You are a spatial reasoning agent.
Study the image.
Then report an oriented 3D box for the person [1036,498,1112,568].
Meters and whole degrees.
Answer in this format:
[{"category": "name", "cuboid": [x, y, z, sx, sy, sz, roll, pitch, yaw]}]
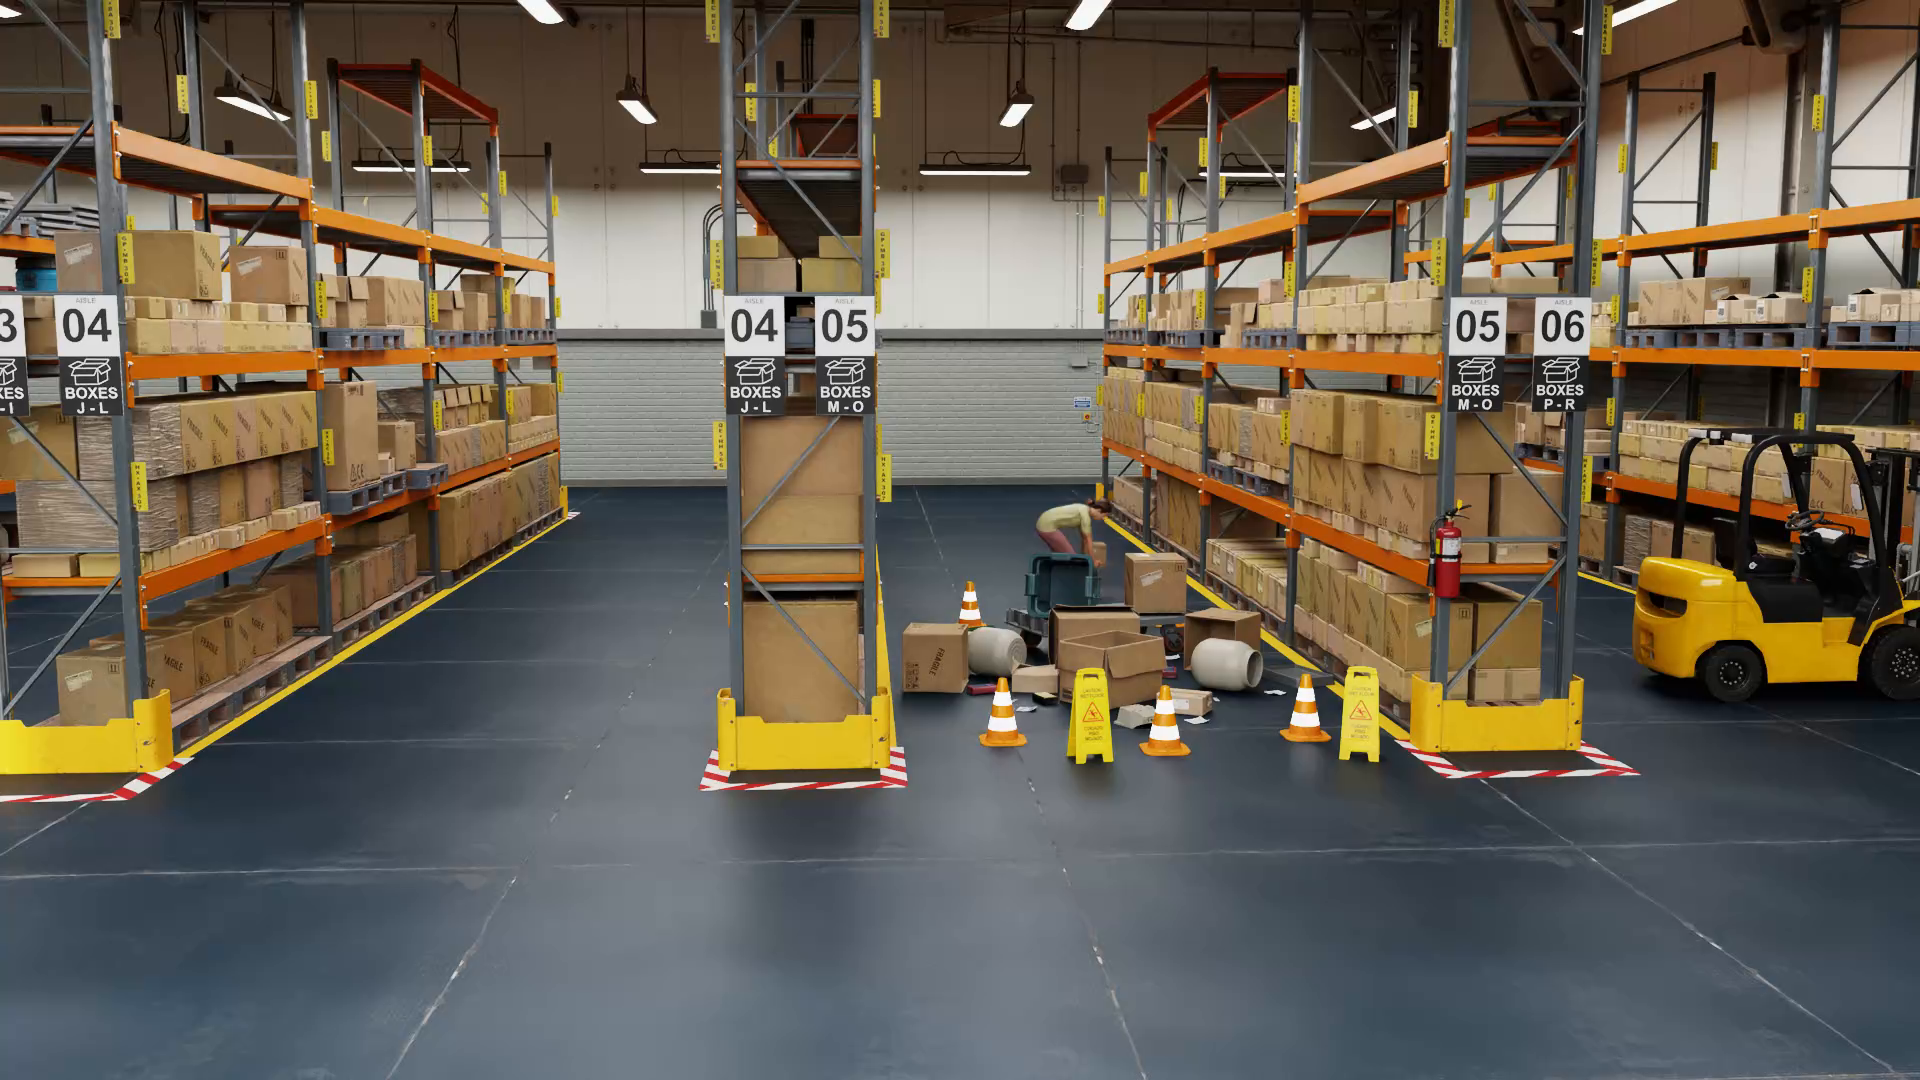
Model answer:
[{"category": "person", "cuboid": [1.280, 0.093, 18.696, 0.853, 1.143, 0.440, -1, 7, -6]}]
